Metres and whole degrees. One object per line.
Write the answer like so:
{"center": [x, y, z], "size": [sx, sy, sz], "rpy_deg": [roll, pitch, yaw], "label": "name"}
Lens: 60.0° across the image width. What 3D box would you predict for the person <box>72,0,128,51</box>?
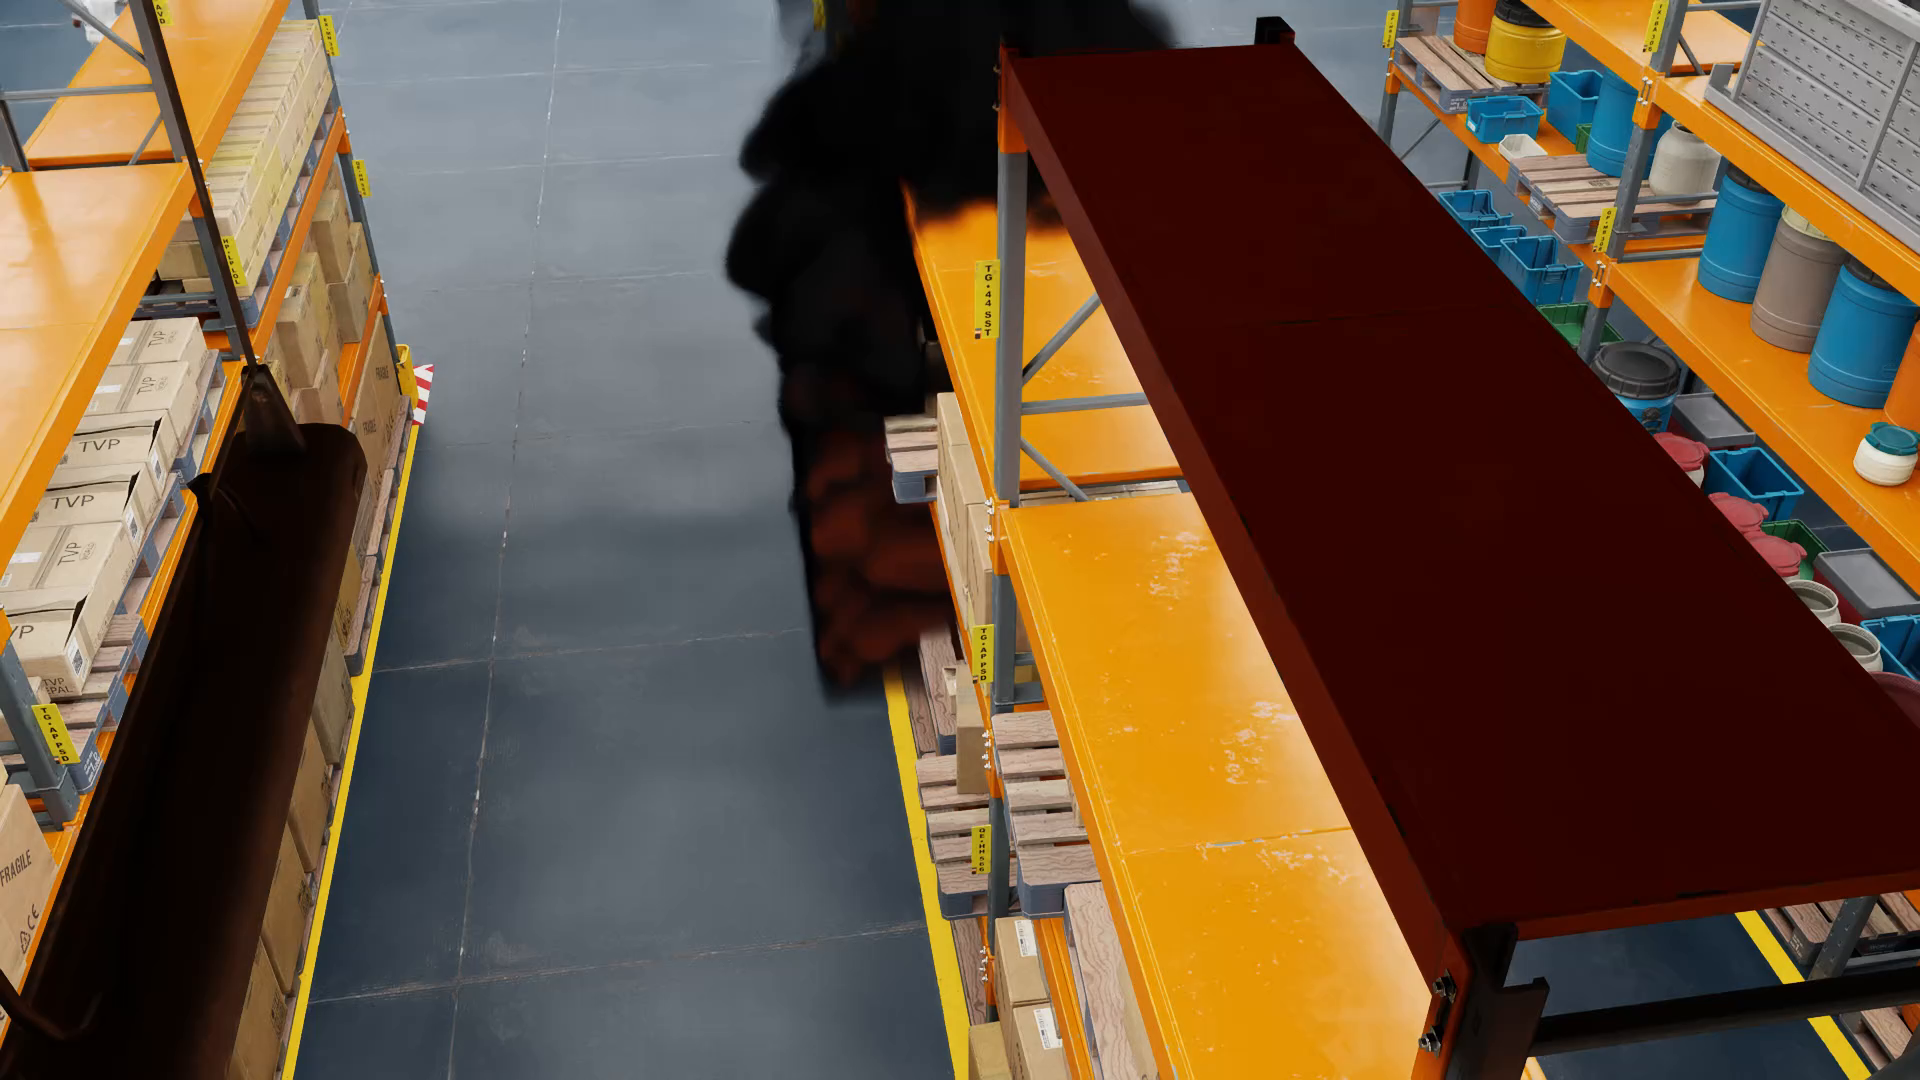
{"center": [-10.366, -6.068, 20.153], "size": [0.891, 1.789, 0.687], "rpy_deg": [16, 39, 21], "label": "person"}
